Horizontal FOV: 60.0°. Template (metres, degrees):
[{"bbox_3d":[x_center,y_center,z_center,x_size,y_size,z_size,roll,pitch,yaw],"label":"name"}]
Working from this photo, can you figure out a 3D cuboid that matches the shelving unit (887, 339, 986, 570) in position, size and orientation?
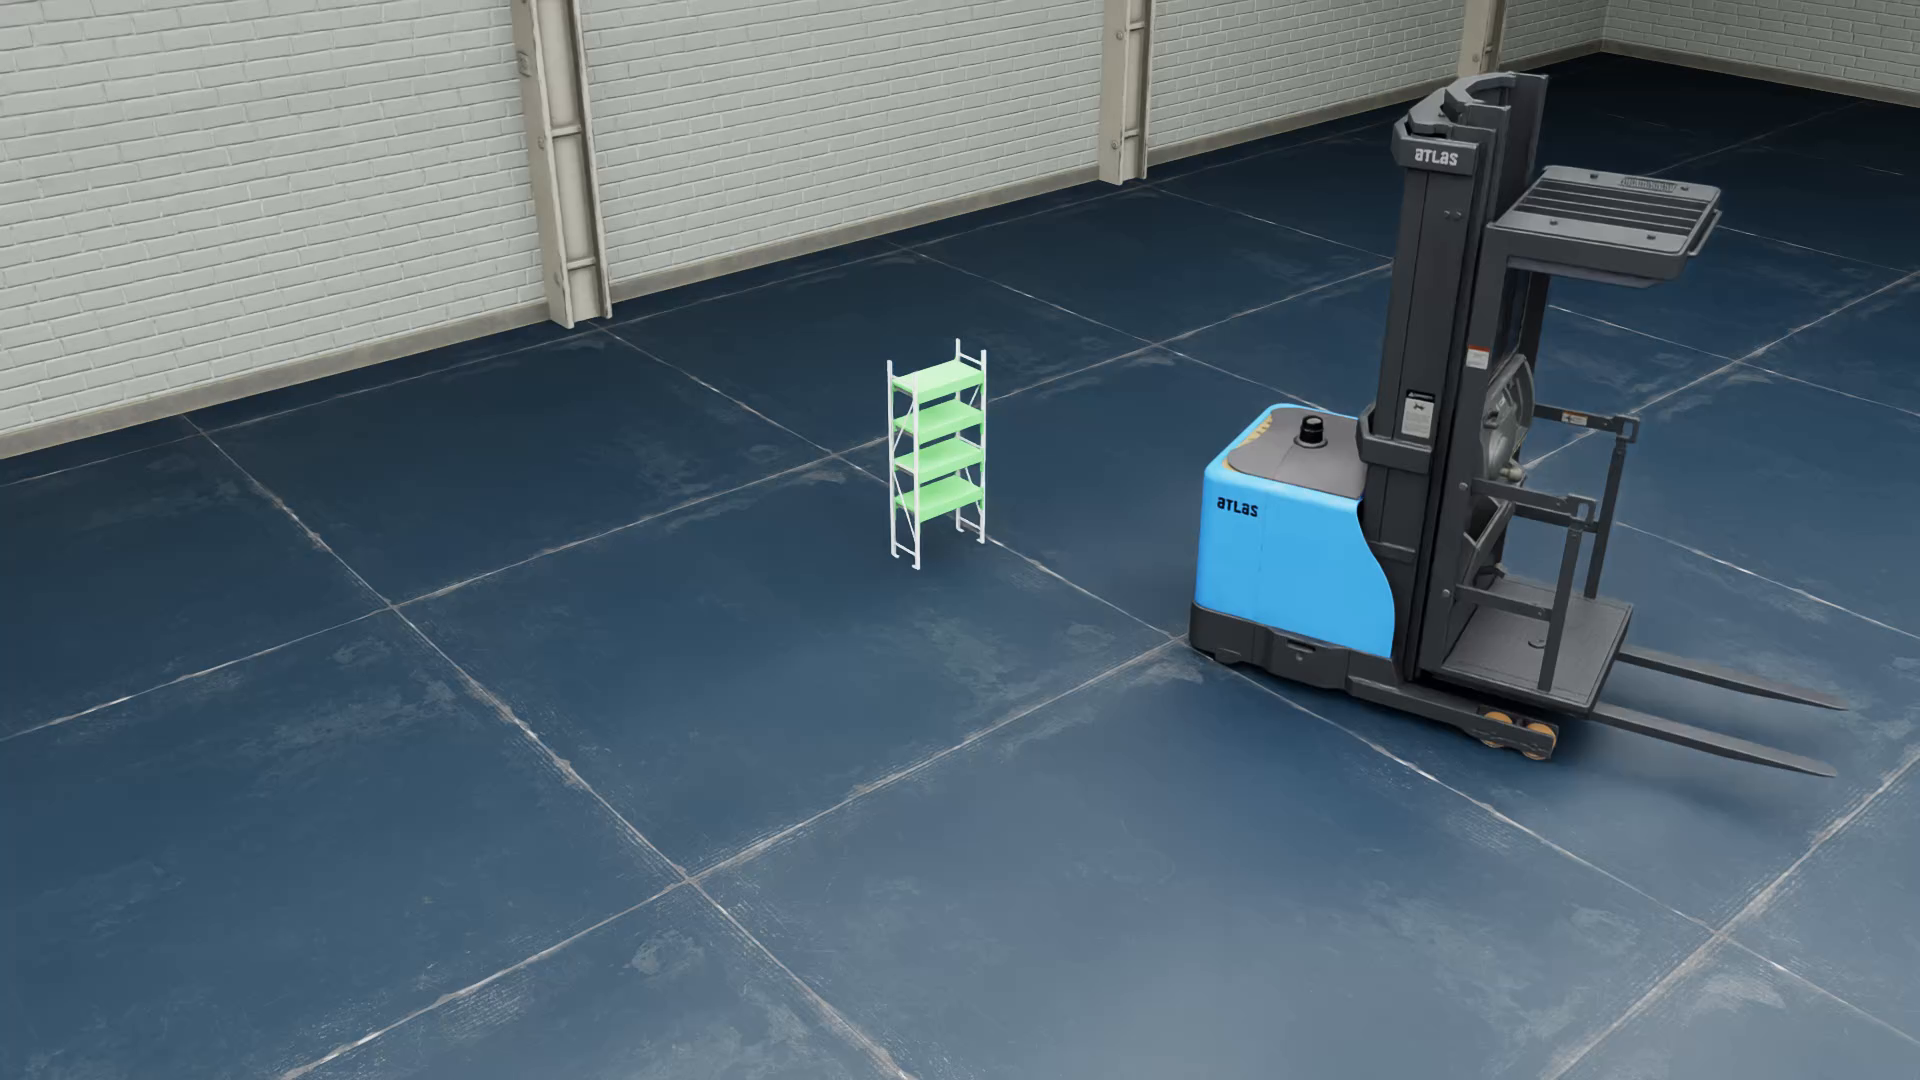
[{"bbox_3d":[-0.126,-0.479,9.372,0.503,1.200,0.258,-22,35,-35],"label":"shelving unit"}]

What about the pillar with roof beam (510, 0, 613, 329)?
[{"bbox_3d":[-0.171,-4.166,7.997,0.400,9.000,9.100,-22,35,-35],"label":"pillar with roof beam"}]

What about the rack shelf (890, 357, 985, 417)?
[{"bbox_3d":[-0.126,-0.846,9.176,0.480,0.148,0.258,-22,35,-35],"label":"rack shelf"}]

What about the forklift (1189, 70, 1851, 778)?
[{"bbox_3d":[2.721,-0.547,7.664,3.031,2.935,1.130,15,32,26],"label":"forklift"}]

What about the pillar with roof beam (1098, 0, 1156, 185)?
[{"bbox_3d":[4.393,-6.001,11.432,0.400,9.000,9.100,-22,35,-35],"label":"pillar with roof beam"}]

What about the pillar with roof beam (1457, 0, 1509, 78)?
[{"bbox_3d":[8.958,-7.836,14.866,0.400,9.000,9.100,-22,35,-35],"label":"pillar with roof beam"}]

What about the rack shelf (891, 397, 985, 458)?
[{"bbox_3d":[-0.126,-0.634,9.289,0.480,0.148,0.258,-22,35,-35],"label":"rack shelf"}]

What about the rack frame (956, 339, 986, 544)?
[{"bbox_3d":[0.060,-0.553,9.512,0.015,1.200,0.240,-22,35,-35],"label":"rack frame"}]

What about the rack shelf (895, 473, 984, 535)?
[{"bbox_3d":[-0.126,-0.211,9.516,0.480,0.148,0.258,-22,35,-35],"label":"rack shelf"}]

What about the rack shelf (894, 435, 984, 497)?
[{"bbox_3d":[-0.126,-0.422,9.403,0.480,0.148,0.258,-22,35,-35],"label":"rack shelf"}]

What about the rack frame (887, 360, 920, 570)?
[{"bbox_3d":[-0.312,-0.404,9.233,0.015,1.200,0.240,-22,35,-35],"label":"rack frame"}]
